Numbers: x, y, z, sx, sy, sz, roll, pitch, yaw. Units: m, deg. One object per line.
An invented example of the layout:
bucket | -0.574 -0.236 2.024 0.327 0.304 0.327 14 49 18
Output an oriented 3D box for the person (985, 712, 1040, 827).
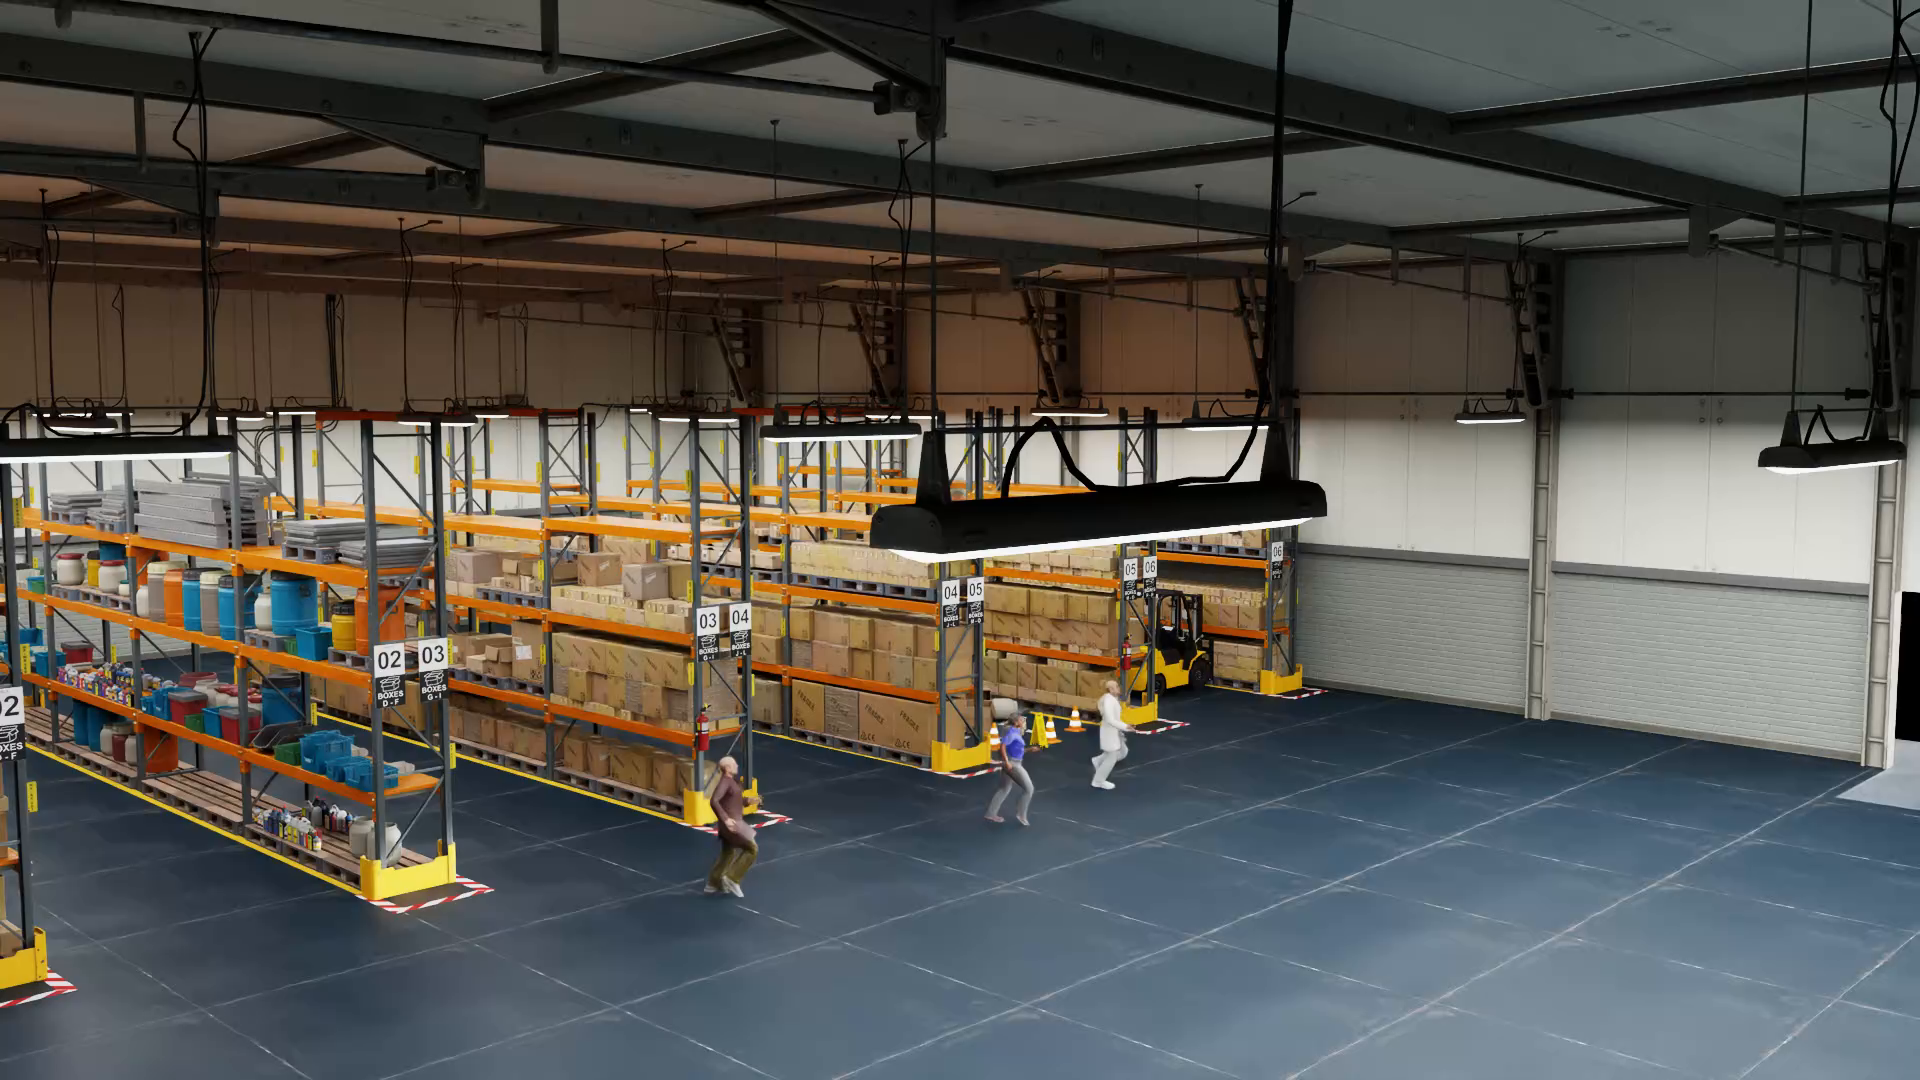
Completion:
person | 0.787 3.364 24.270 0.807 1.712 0.538 -1 5 -12

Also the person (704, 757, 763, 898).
person | -2.845 3.600 20.883 0.752 1.781 0.684 -1 5 -16

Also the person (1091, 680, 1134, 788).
person | 2.454 3.106 26.698 0.690 1.739 0.747 1 5 8
